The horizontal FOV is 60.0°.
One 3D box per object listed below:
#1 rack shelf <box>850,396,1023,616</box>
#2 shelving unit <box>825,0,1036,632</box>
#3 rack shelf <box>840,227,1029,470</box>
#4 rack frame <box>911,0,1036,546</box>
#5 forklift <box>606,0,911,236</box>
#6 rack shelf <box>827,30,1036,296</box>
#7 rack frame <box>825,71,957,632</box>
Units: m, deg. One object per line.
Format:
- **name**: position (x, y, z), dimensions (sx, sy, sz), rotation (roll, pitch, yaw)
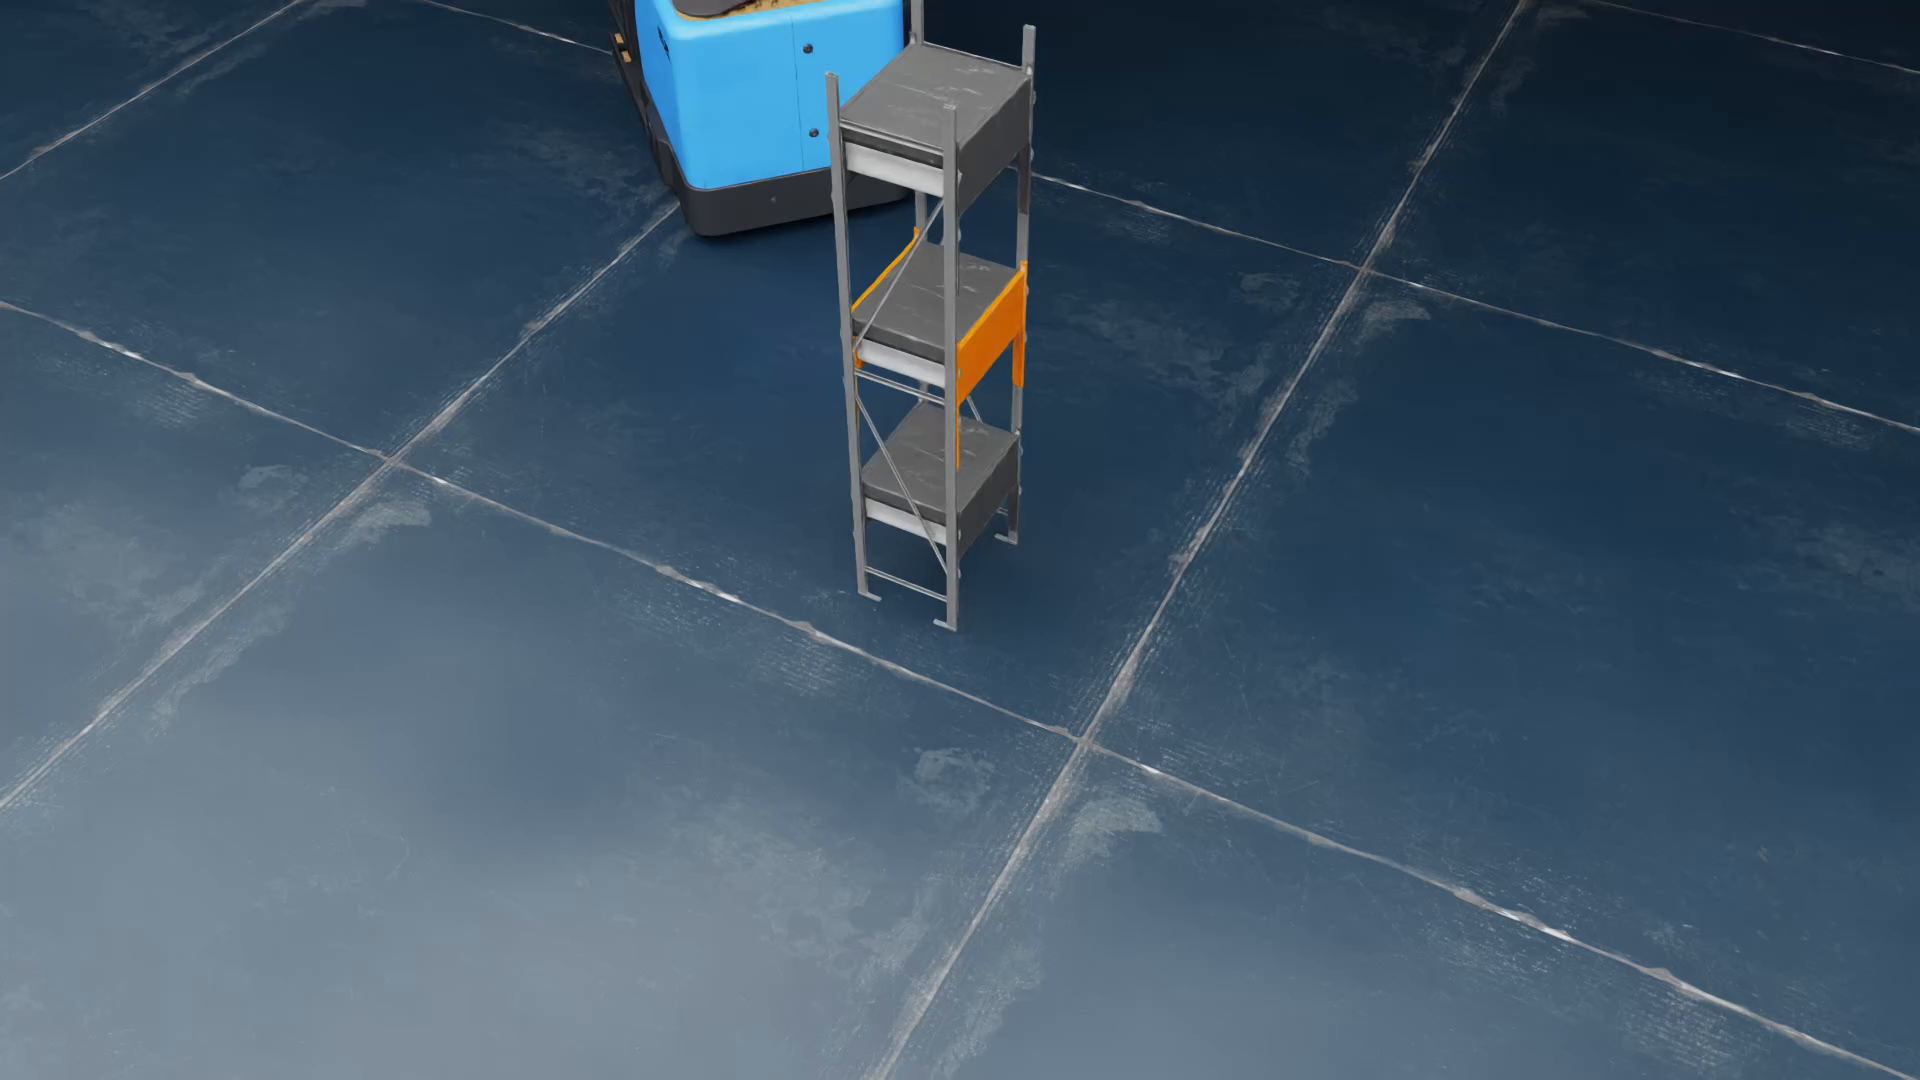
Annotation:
- **rack shelf**: position (-0.077, -0.132, 5.908), dimensions (0.431, 0.518, 0.480), rotation (20, 49, 19)
- **shelving unit**: position (-0.077, -0.634, 5.400), dimensions (0.431, 2.100, 0.503), rotation (20, 49, 19)
- **rack shelf**: position (-0.077, -0.624, 5.410), dimensions (0.431, 0.518, 0.480), rotation (20, 49, 19)
- **rack frame**: position (0.036, -0.788, 5.552), dimensions (0.400, 2.100, 0.015), rotation (20, 49, 19)
- **forklift**: position (-1.191, -3.469, 7.618), dimensions (1.130, 2.935, 3.031), rotation (-14, 47, -13)
- **rack shelf**: position (-0.077, -1.116, 4.912), dimensions (0.431, 0.518, 0.480), rotation (20, 49, 19)
- **rack frame**: position (-0.190, -0.480, 5.248), dimensions (0.400, 2.100, 0.015), rotation (20, 49, 19)
